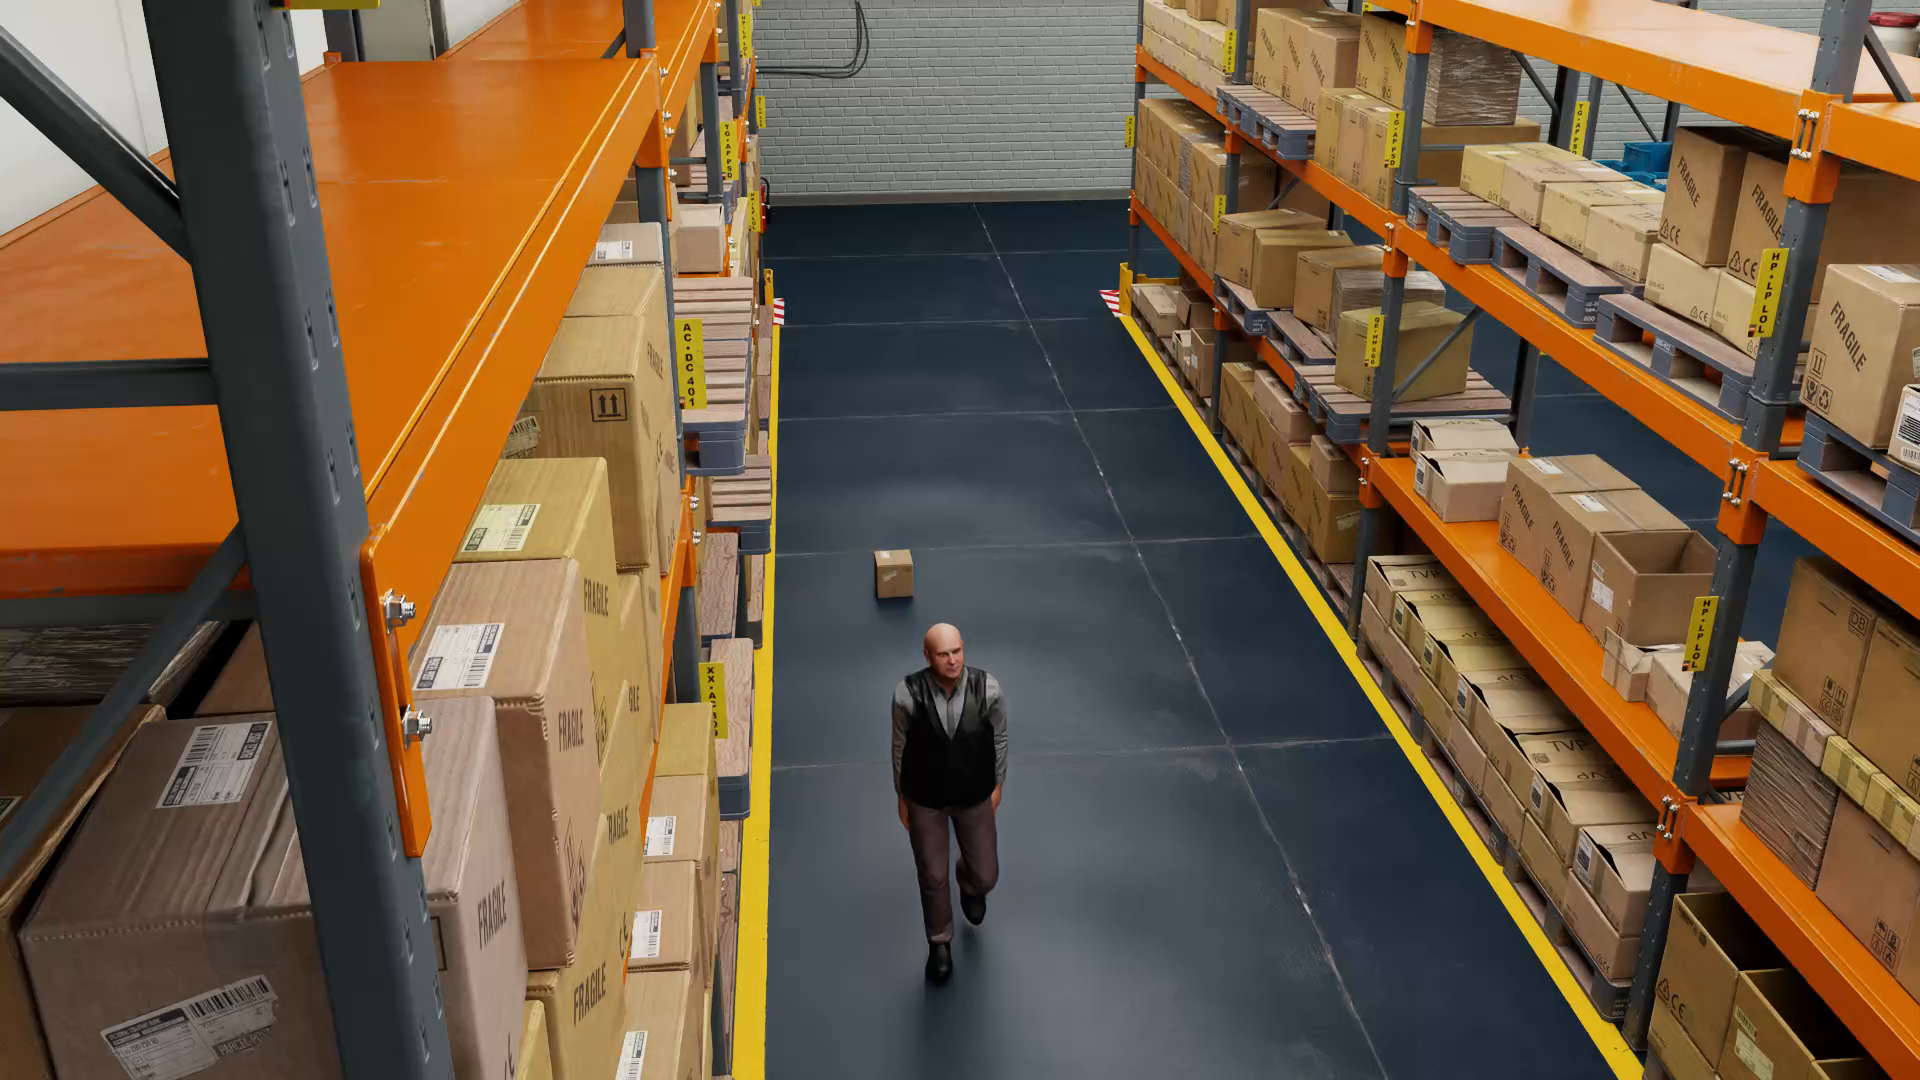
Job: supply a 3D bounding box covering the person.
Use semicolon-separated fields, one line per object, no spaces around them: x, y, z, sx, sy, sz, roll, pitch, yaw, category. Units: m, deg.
-0.047;1.217;7.702;0.538;1.456;0.477;-2;24;-5;person
